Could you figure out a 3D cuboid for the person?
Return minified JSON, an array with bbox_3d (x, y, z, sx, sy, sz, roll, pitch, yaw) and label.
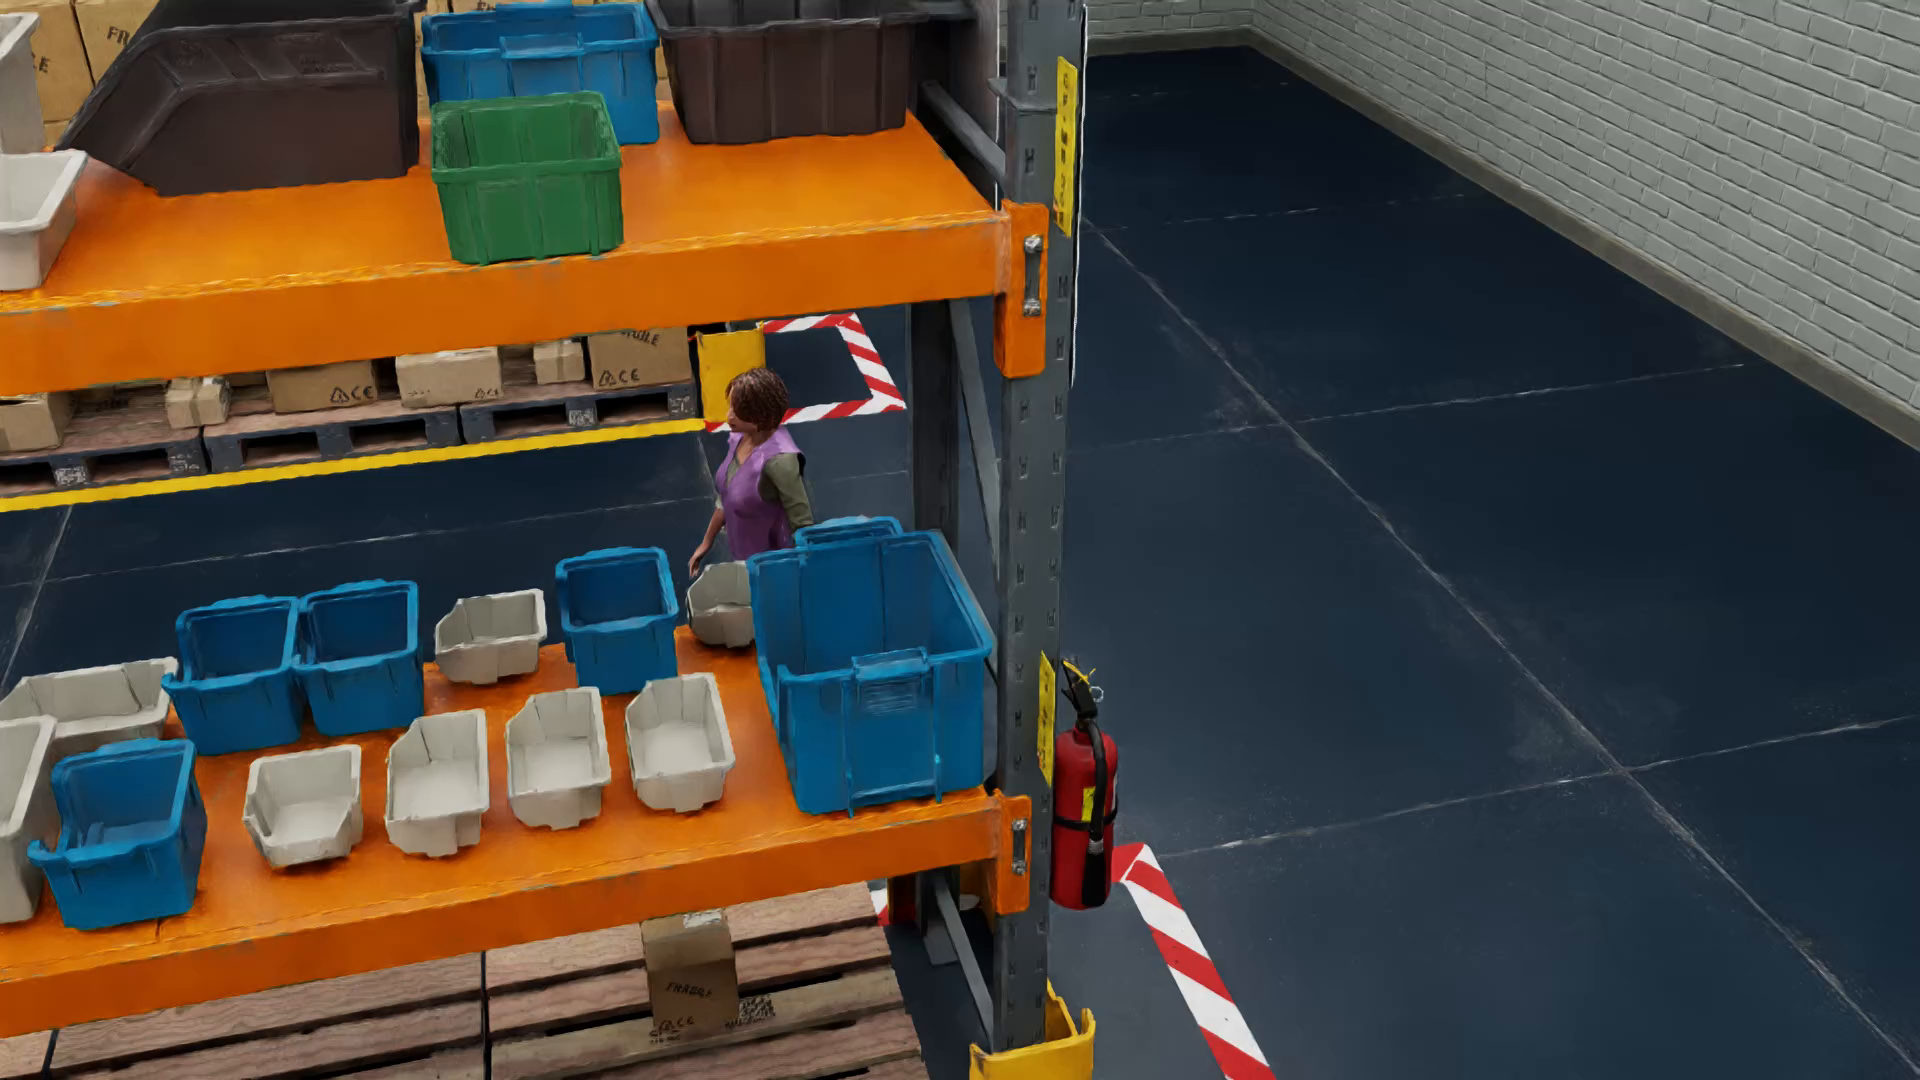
[{"bbox_3d":[-0.748,0.106,5.957,0.876,1.571,0.454,-13,33,-20],"label":"person"}]
